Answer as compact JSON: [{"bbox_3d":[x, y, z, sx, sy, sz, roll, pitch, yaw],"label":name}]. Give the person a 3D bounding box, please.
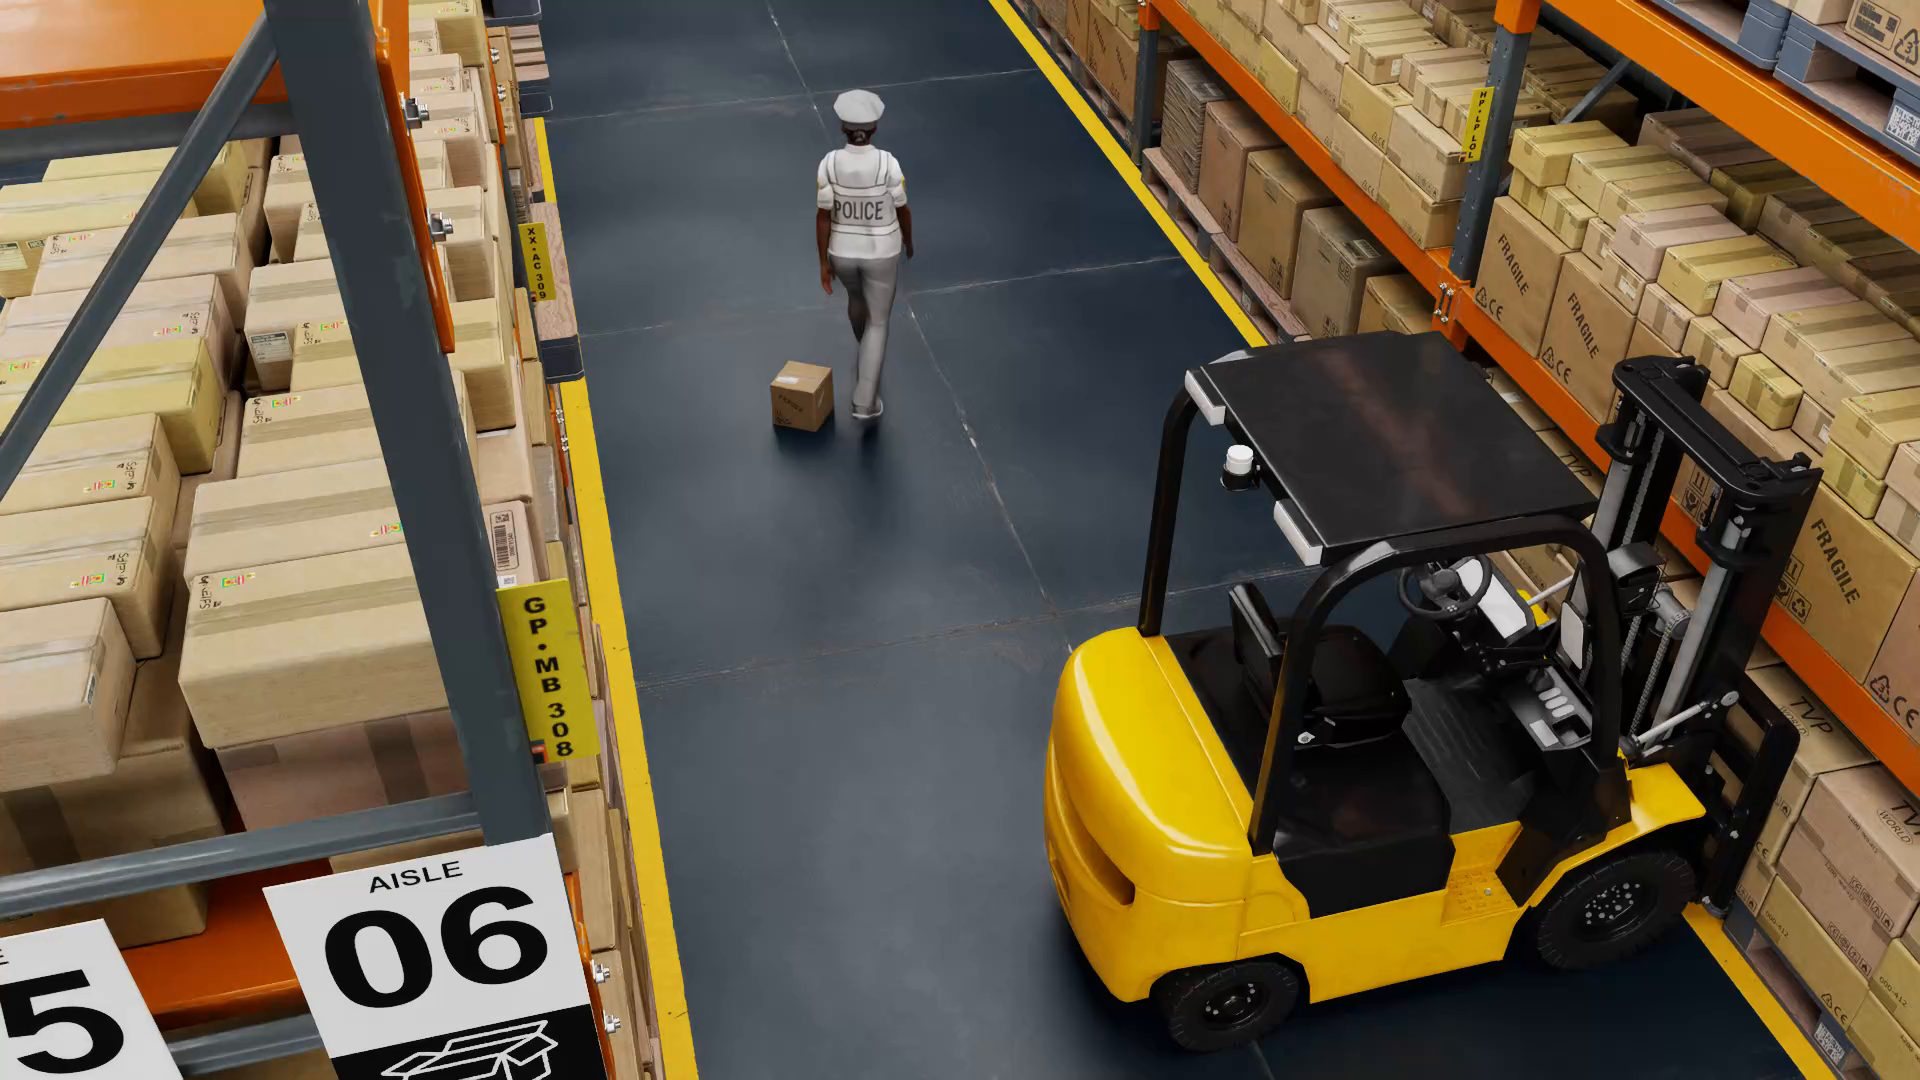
[{"bbox_3d":[-0.495,-1.490,8.581,0.454,1.609,1.068,8,39,9],"label":"person"}]
